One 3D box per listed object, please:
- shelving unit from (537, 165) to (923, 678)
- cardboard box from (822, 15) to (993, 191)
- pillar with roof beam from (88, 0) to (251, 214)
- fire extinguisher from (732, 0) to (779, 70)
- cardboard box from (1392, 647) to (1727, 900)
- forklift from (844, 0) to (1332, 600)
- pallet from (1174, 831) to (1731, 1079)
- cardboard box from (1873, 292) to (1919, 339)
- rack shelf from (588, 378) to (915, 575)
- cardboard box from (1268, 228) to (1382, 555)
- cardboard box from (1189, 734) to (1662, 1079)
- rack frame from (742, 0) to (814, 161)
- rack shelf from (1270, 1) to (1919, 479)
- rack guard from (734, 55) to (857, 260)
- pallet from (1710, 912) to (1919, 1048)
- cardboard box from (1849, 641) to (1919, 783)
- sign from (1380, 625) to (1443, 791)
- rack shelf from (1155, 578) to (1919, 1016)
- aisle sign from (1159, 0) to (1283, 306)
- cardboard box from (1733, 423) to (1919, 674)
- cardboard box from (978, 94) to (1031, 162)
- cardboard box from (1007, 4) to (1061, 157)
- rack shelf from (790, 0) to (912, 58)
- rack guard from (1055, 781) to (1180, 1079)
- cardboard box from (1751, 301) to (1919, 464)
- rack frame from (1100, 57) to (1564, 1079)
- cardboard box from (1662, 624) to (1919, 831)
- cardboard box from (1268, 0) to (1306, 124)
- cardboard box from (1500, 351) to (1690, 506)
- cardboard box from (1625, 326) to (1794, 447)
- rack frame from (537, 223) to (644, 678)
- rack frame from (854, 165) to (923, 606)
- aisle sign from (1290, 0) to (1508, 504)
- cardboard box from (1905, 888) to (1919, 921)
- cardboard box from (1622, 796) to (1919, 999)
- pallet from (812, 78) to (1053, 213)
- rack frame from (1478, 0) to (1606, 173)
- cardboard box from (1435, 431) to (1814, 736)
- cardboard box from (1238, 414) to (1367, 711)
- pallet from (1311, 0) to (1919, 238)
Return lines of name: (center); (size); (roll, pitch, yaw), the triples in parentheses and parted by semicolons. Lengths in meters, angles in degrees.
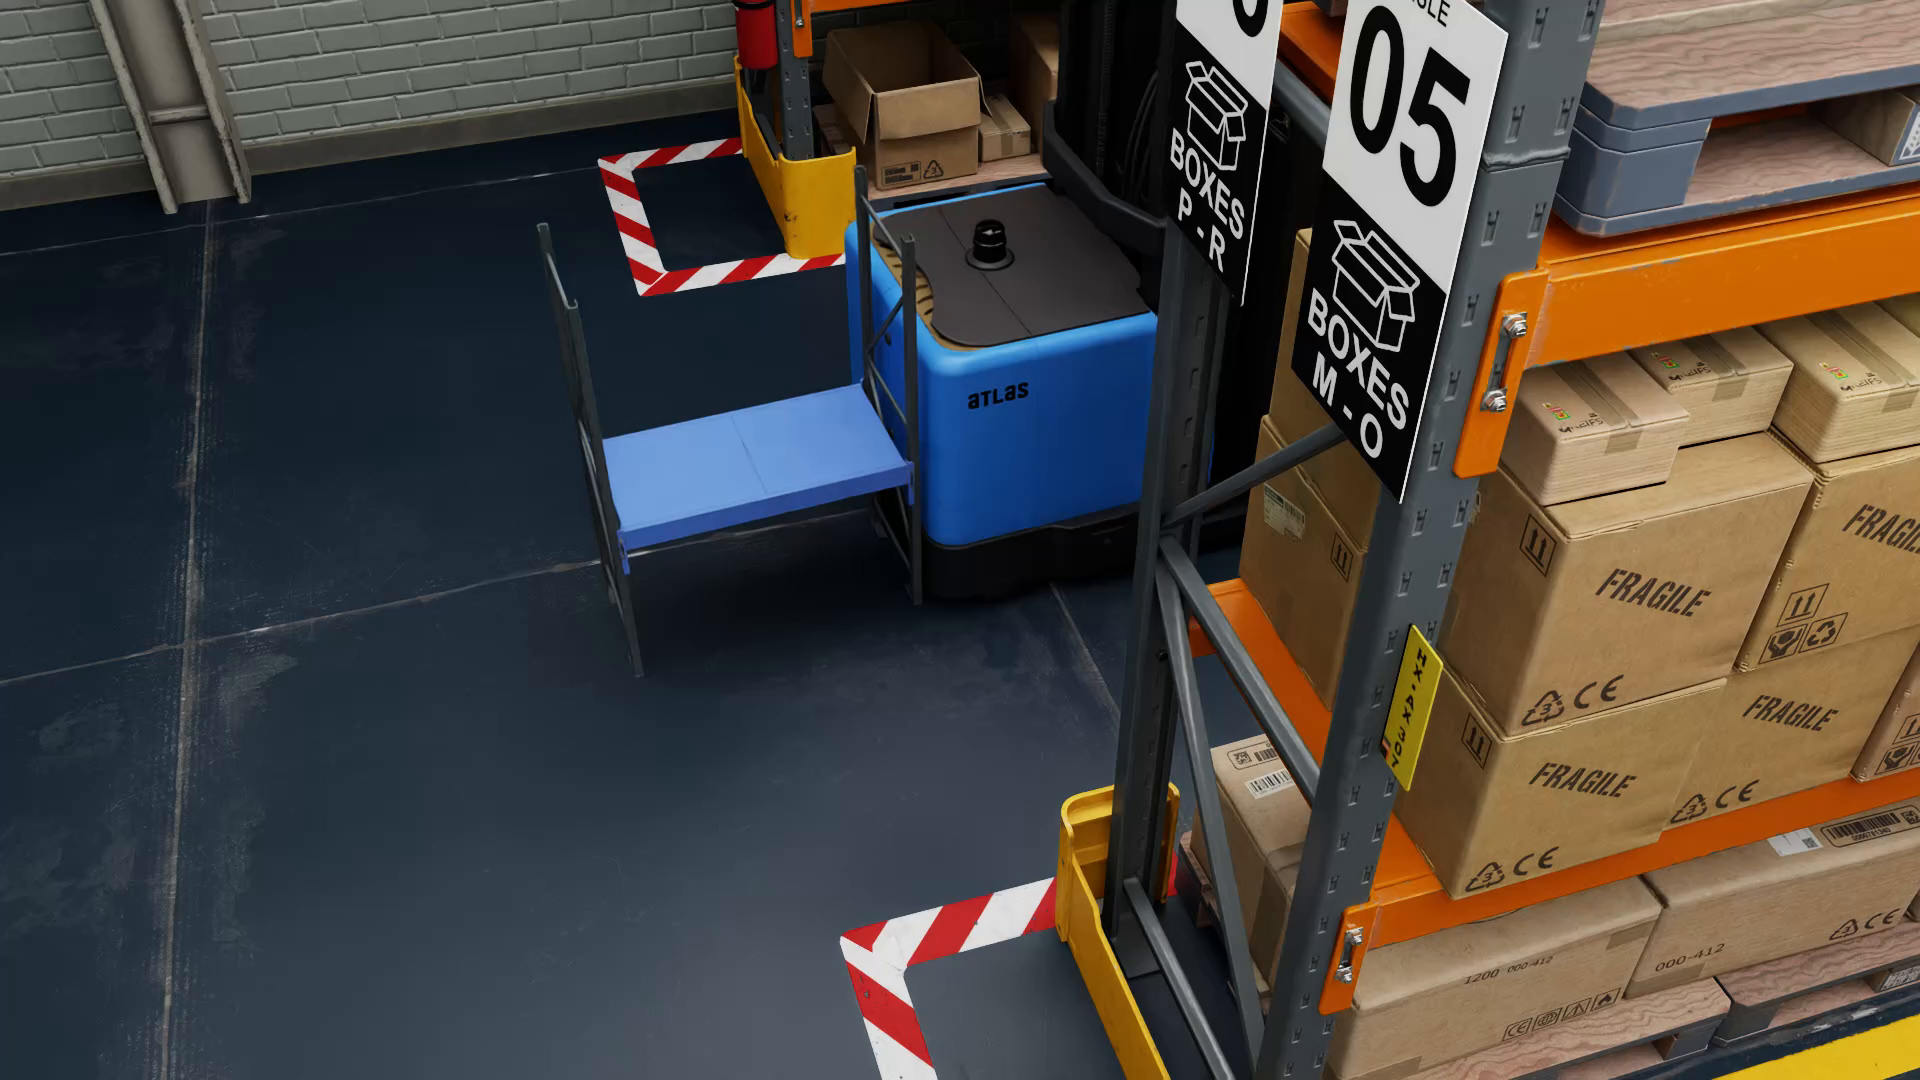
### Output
shelving unit: (-0.713, -0.366, 5.529); (1.048, 1.500, 0.538); (-14, 43, -16)
cardboard box: (-0.256, -2.089, 7.940); (0.637, 0.503, 0.797); (-13, 43, -15)
pillar with roof beam: (-2.417, -2.400, 2.158); (0.400, 9.000, 9.100); (-12, 42, -13)
fire extinguisher: (-0.869, -2.321, 6.969); (0.183, 0.674, 0.296); (-12, 42, -13)
cardboard box: (1.171, 0.352, 3.491); (0.500, 0.500, 0.500); (-12, 43, -13)
forklift: (1.144, -1.494, 5.733); (3.031, 2.935, 1.130); (-14, 43, -16)
pallet: (1.366, 1.147, 4.776); (1.213, 0.211, 1.003); (-12, 42, -13)
cardboard box: (1.805, -0.390, 3.087); (0.250, 0.149, 0.380); (-13, 43, -14)
rack shelf: (-0.713, -0.231, 5.648); (1.000, 0.185, 0.538); (-14, 43, -16)
cardboard box: (1.015, -0.355, 3.540); (0.500, 0.500, 0.500); (-10, 42, -12)
cardboard box: (1.226, 0.918, 4.548); (0.875, 0.438, 0.875); (-13, 43, -15)
rack frame: (-0.868, -2.810, 7.186); (0.127, 3.000, 1.000); (-12, 42, -13)
rack shelf: (2.535, -0.950, 3.324); (4.000, 0.370, 1.077); (-12, 42, -13)
rack guard: (-0.795, -1.884, 8.026); (0.348, 0.500, 1.175); (-12, 42, -13)
pallet: (2.528, 0.909, 5.050); (1.213, 0.211, 1.003); (-12, 42, -13)
cardboard box: (2.136, 0.145, 3.728); (0.500, 0.500, 0.500); (-12, 43, -13)
sign: (0.788, 0.298, 2.911); (0.005, 0.325, 0.100); (-12, 42, -13)
rack shelf: (2.535, 0.180, 4.311); (4.000, 0.370, 1.077); (-12, 42, -13)
aisle sign: (0.465, -0.855, 2.973); (0.004, 0.787, 0.394); (-12, 42, -13)
cardboard box: (1.661, -0.133, 3.286); (0.500, 0.500, 0.500); (-13, 43, -14)
cardboard box: (0.161, -2.015, 8.125); (0.250, 0.149, 0.380); (-13, 43, -15)
cardboard box: (0.571, -2.233, 8.106); (0.500, 0.500, 0.700); (-10, 42, -11)
rack shelf: (1.040, -2.934, 7.876); (4.000, 0.370, 1.077); (-12, 42, -13)
rack guard: (0.604, 1.250, 4.439); (0.348, 0.500, 1.175); (-12, 42, -13)
cardboard box: (1.560, -0.327, 3.015); (0.250, 0.149, 0.380); (-10, 42, -12)
rack frame: (0.627, 0.304, 3.622); (0.127, 3.000, 1.000); (-12, 42, -13)
cardboard box: (1.645, 0.234, 3.626); (0.500, 0.500, 0.500); (-12, 43, -14)
cardboard box: (1.561, -2.438, 8.341); (0.500, 0.500, 0.700); (-13, 43, -15)
cardboard box: (1.049, -0.251, 2.928); (0.250, 0.149, 0.380); (-11, 42, -12)
cardboard box: (1.277, -0.347, 3.038); (0.250, 0.149, 0.380); (-11, 42, -12)
rack frame: (-1.188, -0.247, 5.393); (0.032, 1.500, 0.500); (-14, 43, -16)
rack frame: (-0.238, -0.485, 5.666); (0.032, 1.500, 0.500); (-14, 43, -16)
aisle sign: (0.645, -0.479, 2.542); (0.004, 0.787, 0.394); (-12, 42, -13)
cardboard box: (2.957, 0.554, 4.964); (0.875, 0.438, 0.875); (-13, 43, -14)
cardboard box: (2.097, 0.732, 4.761); (0.875, 0.438, 0.875); (-11, 42, -12)
pallet: (-0.035, -1.933, 8.302); (1.213, 0.211, 1.003); (-12, 42, -13)
rack frame: (0.627, -1.955, 1.648); (0.127, 3.000, 1.000); (-12, 42, -13)
cardboard box: (1.170, -0.026, 3.164); (0.500, 0.500, 0.500); (-13, 43, -14)
cardboard box: (1.008, 0.005, 3.888); (0.500, 0.500, 0.500); (-11, 42, -13)
pallet: (1.331, -0.945, 2.839); (1.213, 0.211, 1.003); (-12, 42, -13)
